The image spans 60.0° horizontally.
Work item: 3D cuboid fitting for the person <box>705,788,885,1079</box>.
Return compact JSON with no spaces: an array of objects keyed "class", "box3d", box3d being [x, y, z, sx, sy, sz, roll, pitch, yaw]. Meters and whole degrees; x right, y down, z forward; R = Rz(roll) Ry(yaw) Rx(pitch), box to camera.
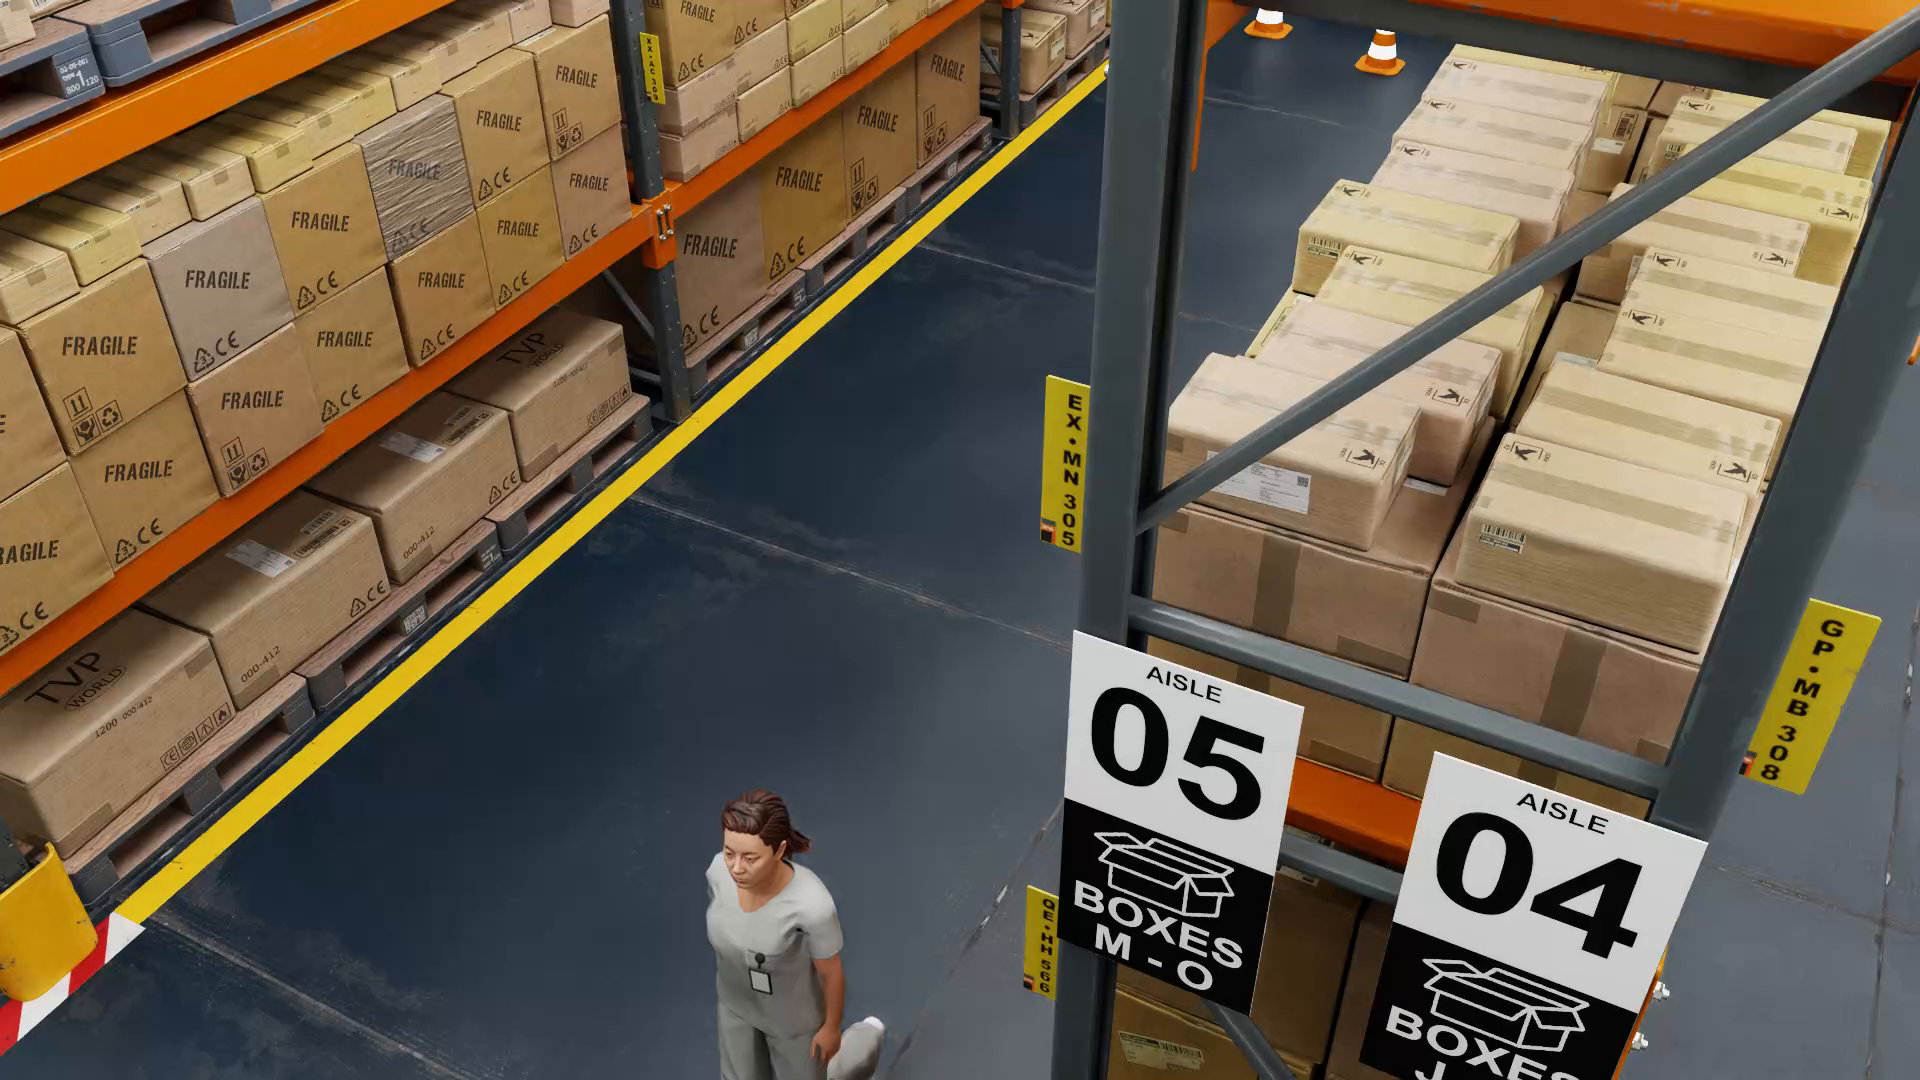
[{"class":"person","box3d":[-0.513,1.343,5.009,0.461,1.655,0.678,20,42,23]}]
